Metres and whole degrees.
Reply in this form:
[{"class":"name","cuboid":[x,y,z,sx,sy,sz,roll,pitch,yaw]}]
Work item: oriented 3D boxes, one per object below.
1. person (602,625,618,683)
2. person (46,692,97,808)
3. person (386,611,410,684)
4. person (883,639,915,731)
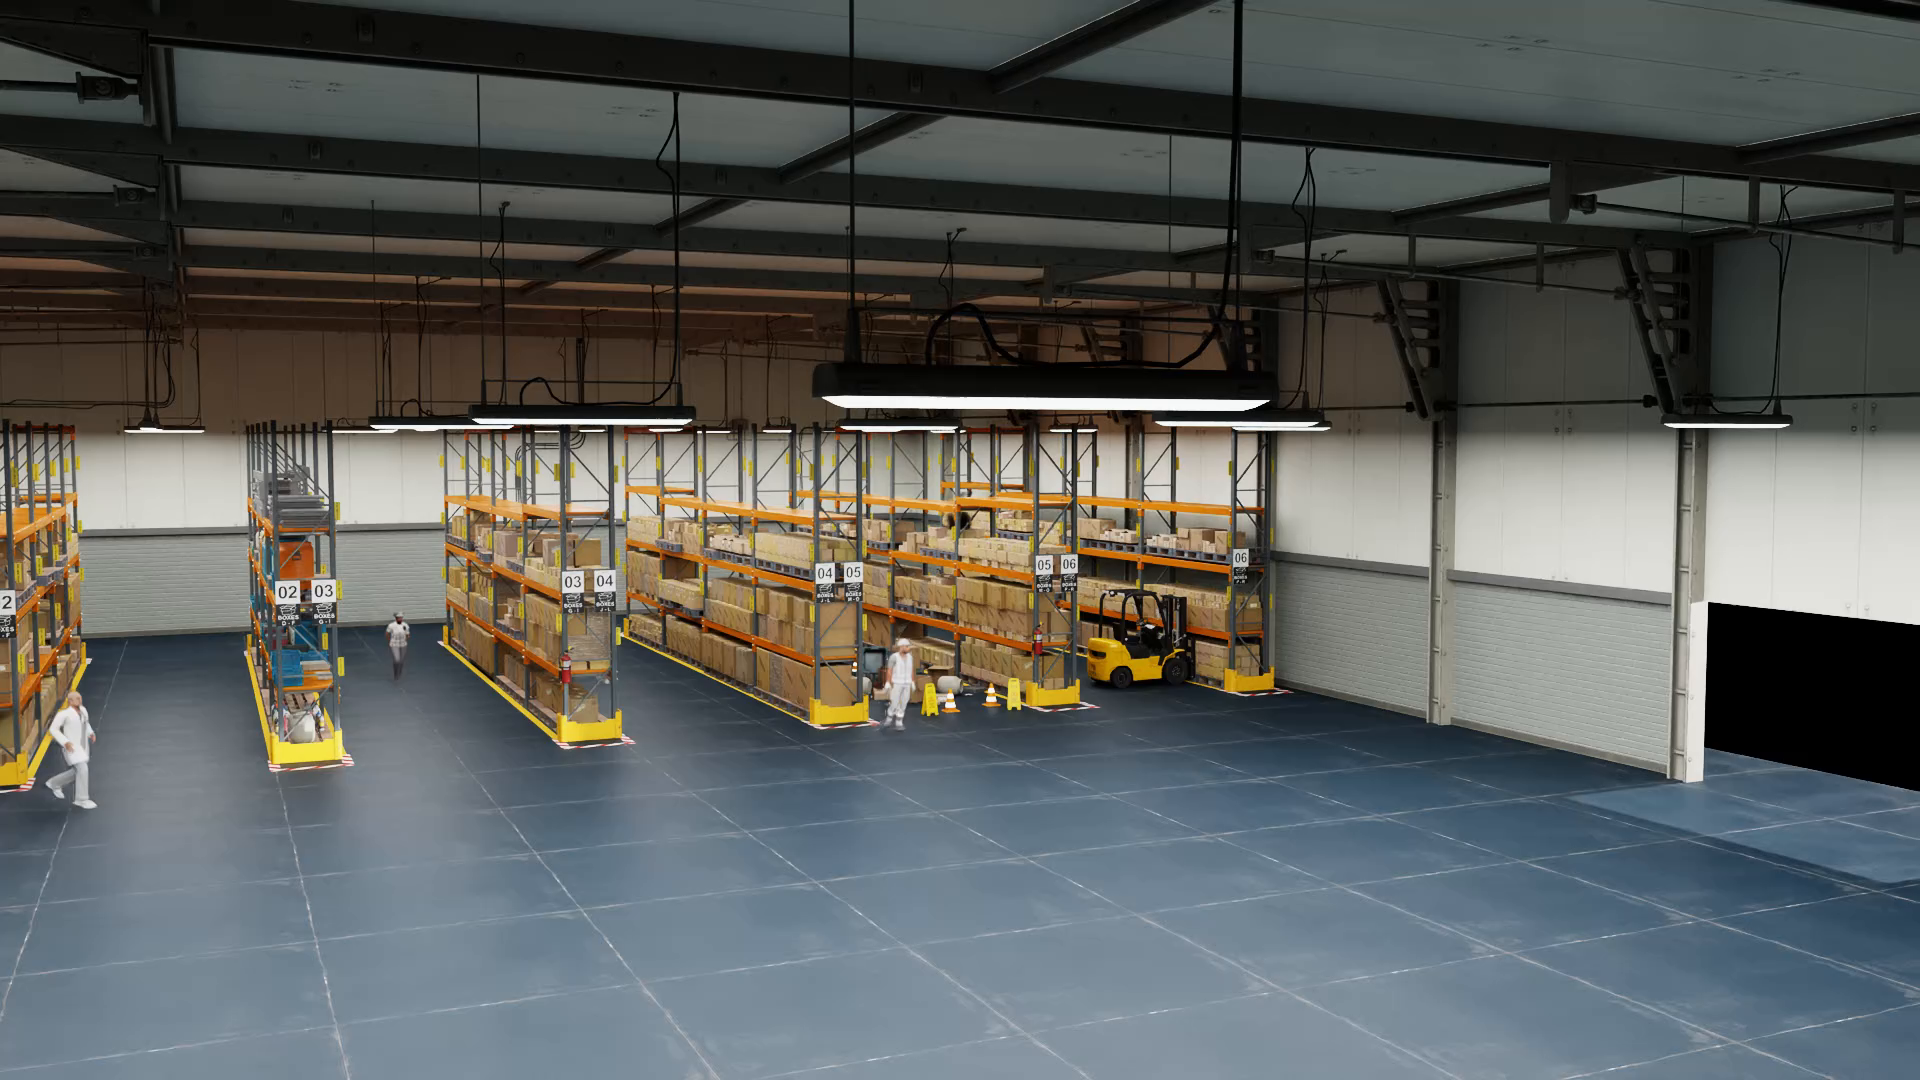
[{"class":"person","cuboid":[-8.164,2.516,38.581,0.566,1.601,0.648,-3,5,-41]},{"class":"person","cuboid":[-13.746,3.234,25.690,0.888,1.803,0.714,1,4,11]},{"class":"person","cuboid":[-13.014,2.490,38.557,0.493,1.708,0.801,-2,4,-34]},{"class":"person","cuboid":[-1.191,2.803,32.316,0.622,1.781,0.450,-2,4,-33]}]
